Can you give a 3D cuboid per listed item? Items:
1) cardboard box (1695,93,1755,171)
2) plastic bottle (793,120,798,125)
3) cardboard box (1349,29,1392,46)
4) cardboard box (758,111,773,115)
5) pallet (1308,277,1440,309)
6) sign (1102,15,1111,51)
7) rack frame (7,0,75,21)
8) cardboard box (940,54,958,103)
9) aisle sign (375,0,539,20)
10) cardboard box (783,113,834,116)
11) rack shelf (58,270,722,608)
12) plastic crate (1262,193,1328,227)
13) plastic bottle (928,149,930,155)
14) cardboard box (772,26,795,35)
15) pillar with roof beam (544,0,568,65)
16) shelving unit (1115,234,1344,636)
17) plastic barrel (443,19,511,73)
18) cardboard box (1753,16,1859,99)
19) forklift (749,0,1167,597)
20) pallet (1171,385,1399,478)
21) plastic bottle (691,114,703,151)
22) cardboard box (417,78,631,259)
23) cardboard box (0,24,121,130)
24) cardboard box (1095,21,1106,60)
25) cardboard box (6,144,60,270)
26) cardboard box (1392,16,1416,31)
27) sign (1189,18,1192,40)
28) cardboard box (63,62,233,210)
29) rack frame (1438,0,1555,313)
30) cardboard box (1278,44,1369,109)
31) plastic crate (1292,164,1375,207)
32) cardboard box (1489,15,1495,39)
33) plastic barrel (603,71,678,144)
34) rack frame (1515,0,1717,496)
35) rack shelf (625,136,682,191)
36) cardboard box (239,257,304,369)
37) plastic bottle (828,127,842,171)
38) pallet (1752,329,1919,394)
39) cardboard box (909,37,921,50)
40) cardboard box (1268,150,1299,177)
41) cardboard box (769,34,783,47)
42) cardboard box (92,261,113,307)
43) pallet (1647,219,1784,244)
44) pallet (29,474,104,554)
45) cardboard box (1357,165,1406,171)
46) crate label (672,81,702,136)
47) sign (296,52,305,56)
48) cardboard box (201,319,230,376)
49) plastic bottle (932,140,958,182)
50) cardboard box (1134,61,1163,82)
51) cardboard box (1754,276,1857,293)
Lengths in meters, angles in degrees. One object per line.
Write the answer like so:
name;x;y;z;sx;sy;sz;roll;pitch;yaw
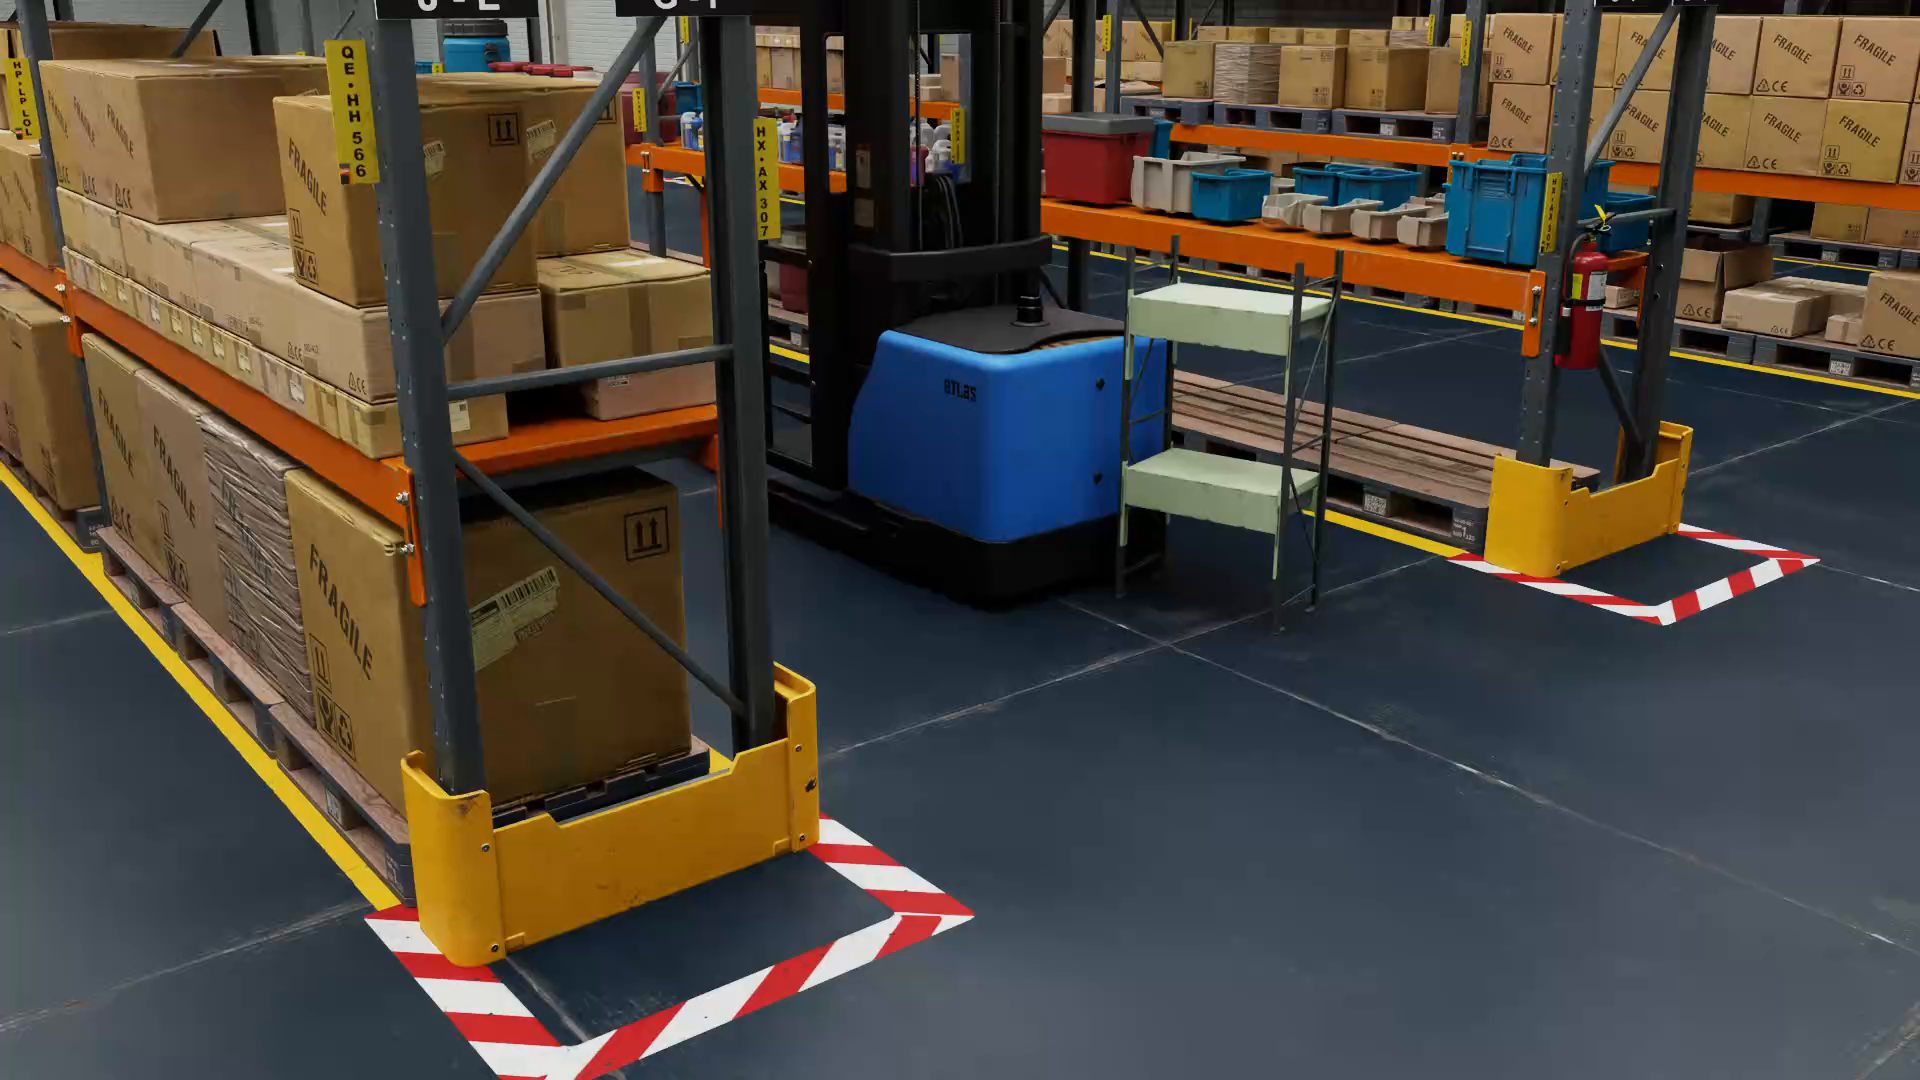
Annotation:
cardboard box;5.351;-2.852;11.545;0.500;0.500;0.500;-14;23;-37
plastic bottle;-1.281;-3.178;13.004;0.097;0.201;0.097;0;18;0
cardboard box;5.031;-5.814;19.789;0.700;0.500;0.500;-17;25;-41
cardboard box;-2.679;-5.266;21.508;0.500;0.500;0.500;-14;23;-36
pallet;3.767;-2.227;14.252;1.003;0.211;1.213;-14;23;-36
sign;1.385;-4.784;15.695;0.100;0.325;0.005;-14;23;-36
rack frame;-5.950;-2.411;10.371;1.000;3.000;0.127;-14;23;-36
cardboard box;0.126;-5.054;18.195;0.500;0.500;0.500;-12;22;-32
aisle sign;-1.173;-1.597;3.779;0.394;0.787;0.004;-14;23;-36
cardboard box;-1.951;-5.247;21.450;0.500;0.500;0.500;-14;23;-36
rack shelf;-2.225;-0.591;6.019;1.077;0.370;4.000;-14;23;-36
plastic crate;1.693;-1.682;8.496;0.298;0.136;0.250;-14;23;-36
plastic bottle;-0.210;-2.399;10.653;0.097;0.201;0.097;0;18;0
cardboard box;-1.881;-6.471;20.411;0.700;0.500;0.500;-14;23;-36
pillar with roof beam;-12.706;-13.722;34.986;9.100;9.000;0.400;-14;23;-36
shelving unit;1.087;-0.446;6.822;0.755;1.500;0.431;13;22;34
plastic barrel;-4.548;-4.447;15.722;0.600;0.901;0.708;-14;23;-36
cardboard box;5.653;-3.201;11.009;0.500;0.500;0.500;-13;22;-35
forklift;-0.389;-1.547;7.872;1.130;2.935;3.031;-14;23;-36
pallet;1.665;-0.594;9.319;1.003;0.211;1.213;-14;23;-36
plastic bottle;-2.001;-3.113;12.696;0.097;0.271;0.097;0;18;0
cardboard box;-1.380;-1.160;5.165;0.500;0.500;0.500;-15;23;-37
cardboard box;-4.685;-2.426;8.662;0.797;0.503;0.637;-13;22;-34
cardboard box;2.061;-6.895;22.928;0.500;0.500;0.500;-15;23;-38
cardboard box;-3.971;-1.534;7.566;0.500;0.500;0.500;-14;23;-36
cardboard box;5.250;-6.031;19.413;0.250;0.149;0.380;16;24;39
sign;2.237;-4.964;16.364;0.100;0.325;0.005;-14;23;-36
cardboard box;-3.070;-1.560;6.375;0.500;0.500;0.500;-14;23;-36
rack frame;4.302;-3.358;13.230;1.000;3.000;0.127;-14;23;-36
cardboard box;3.156;-4.028;14.427;0.500;0.500;0.700;13;23;35
plastic crate;2.001;-1.879;8.935;0.416;0.233;0.300;-14;23;-36
cardboard box;6.113;-5.571;18.057;0.500;0.250;0.500;-14;23;-37
plastic barrel;-2.593;-3.497;13.436;0.600;0.536;0.708;-14;23;-36
rack frame;2.900;-1.406;7.337;1.000;3.000;0.127;-14;23;-36
rack shelf;-3.309;-3.529;14.892;1.077;0.370;4.000;-14;23;-36
cardboard box;-1.806;-0.702;4.977;0.500;0.250;0.500;-14;23;-37
plastic bottle;-0.849;-2.671;11.356;0.152;0.276;0.135;-14;23;-36
pallet;6.242;-1.263;11.341;1.003;0.211;1.213;-14;23;-36
cardboard box;-0.681;-5.788;19.380;0.380;0.149;0.250;-14;23;-36
cardboard box;4.331;-4.890;21.134;0.700;0.500;0.500;-14;23;-36
cardboard box;-2.121;-6.152;20.479;0.380;0.149;0.250;-14;23;-36
cardboard box;-3.216;-1.038;6.626;0.380;0.149;0.250;-13;22;-34
pallet;7.644;-3.177;17.121;1.003;0.211;1.213;-14;23;-36
pallet;-4.005;-0.277;8.362;1.003;0.211;1.213;-14;23;-36
cardboard box;3.571;-3.149;14.684;0.500;0.250;0.500;-14;23;-36
crate label;-2.472;-3.692;14.183;0.502;0.435;0.616;-14;23;-36
sign;-7.468;-5.374;18.879;0.100;0.325;0.005;-14;23;-36
cardboard box;-2.259;-0.659;5.480;0.380;0.149;0.250;-14;23;-36
plastic bottle;-0.082;-2.367;10.436;0.152;0.276;0.135;-14;23;-36
cardboard box;2.684;-6.292;22.301;0.500;0.250;0.500;-14;23;-36
cardboard box;6.049;-1.711;11.933;0.500;0.250;0.500;-14;23;-36
